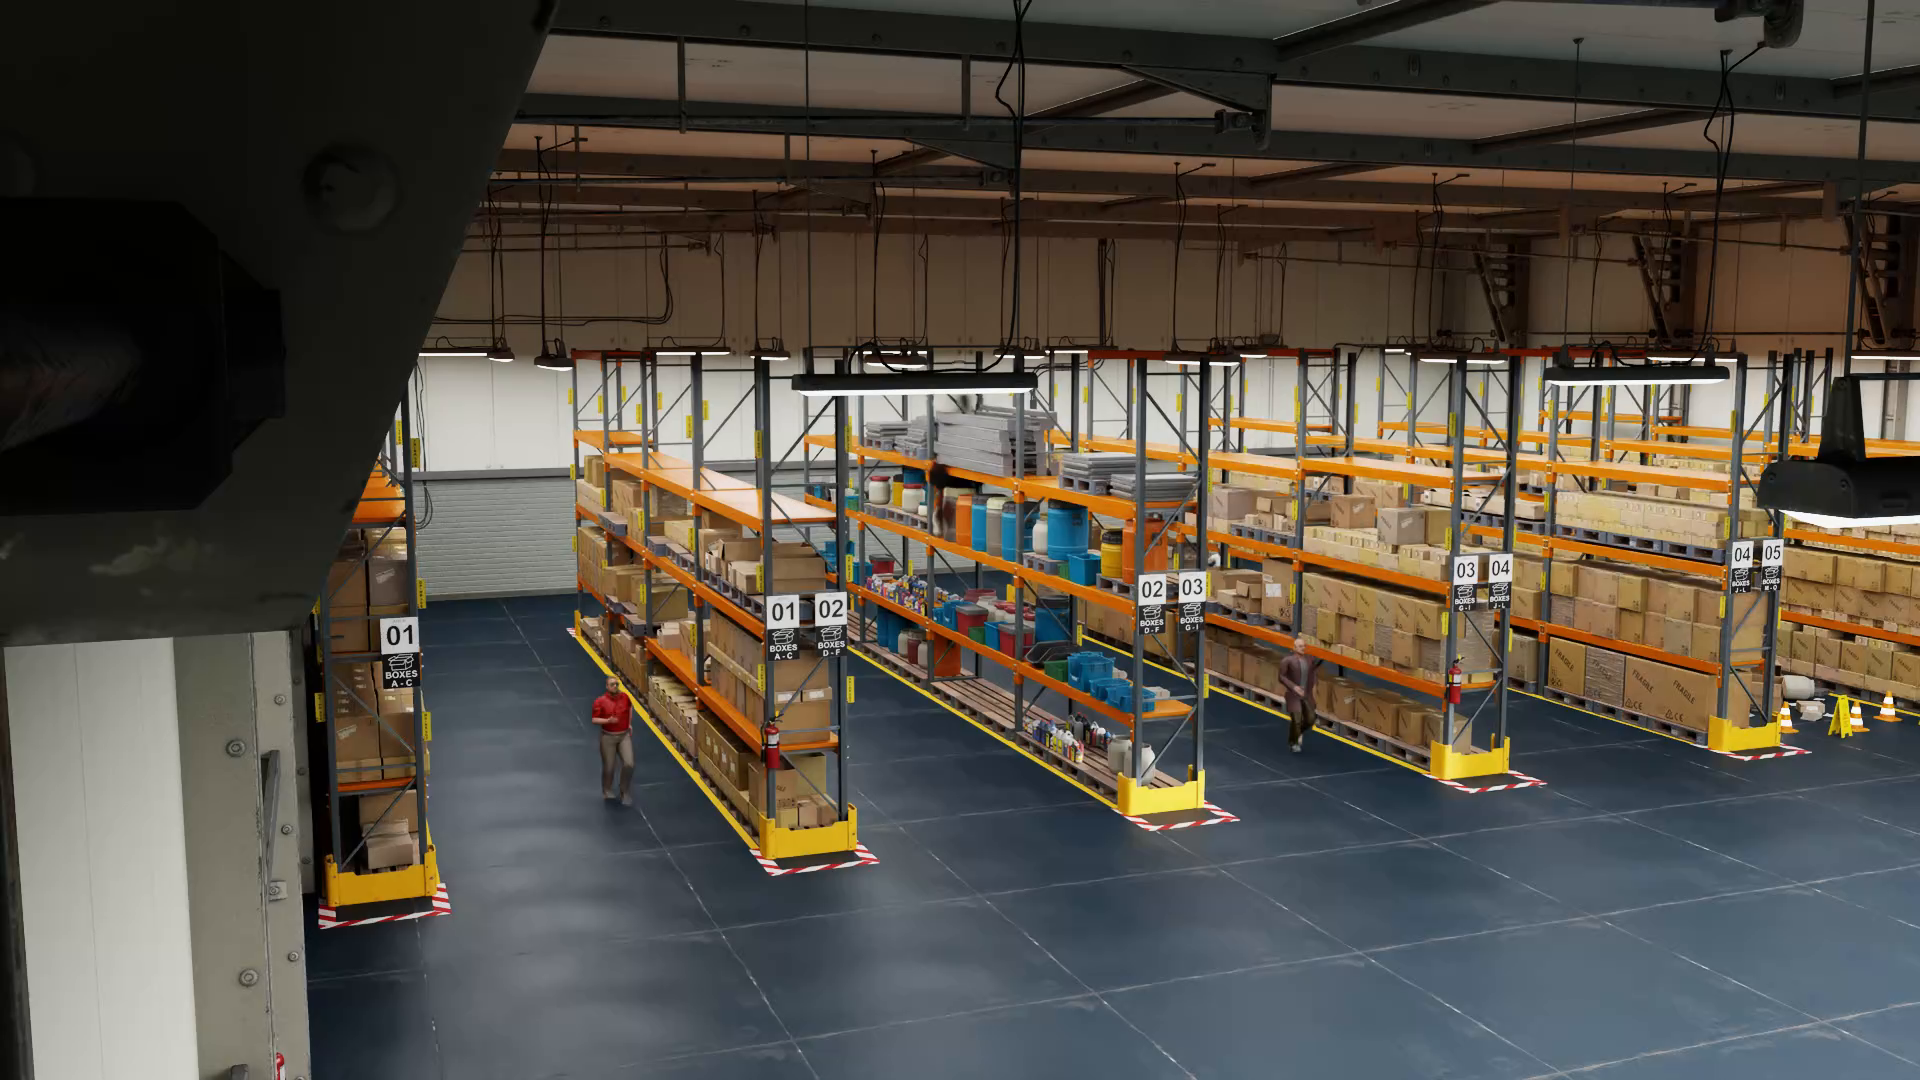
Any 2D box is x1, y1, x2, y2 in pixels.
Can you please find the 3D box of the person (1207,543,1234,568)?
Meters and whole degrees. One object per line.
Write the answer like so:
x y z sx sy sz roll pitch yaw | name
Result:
5.813 0.911 37.008 0.548 1.765 0.764 -2 7 -16 | person

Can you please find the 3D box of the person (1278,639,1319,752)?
5.144 2.349 25.139 0.738 1.737 0.655 -2 7 -18 | person

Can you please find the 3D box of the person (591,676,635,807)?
-4.628 2.719 22.363 0.640 1.775 0.727 -4 8 -29 | person
